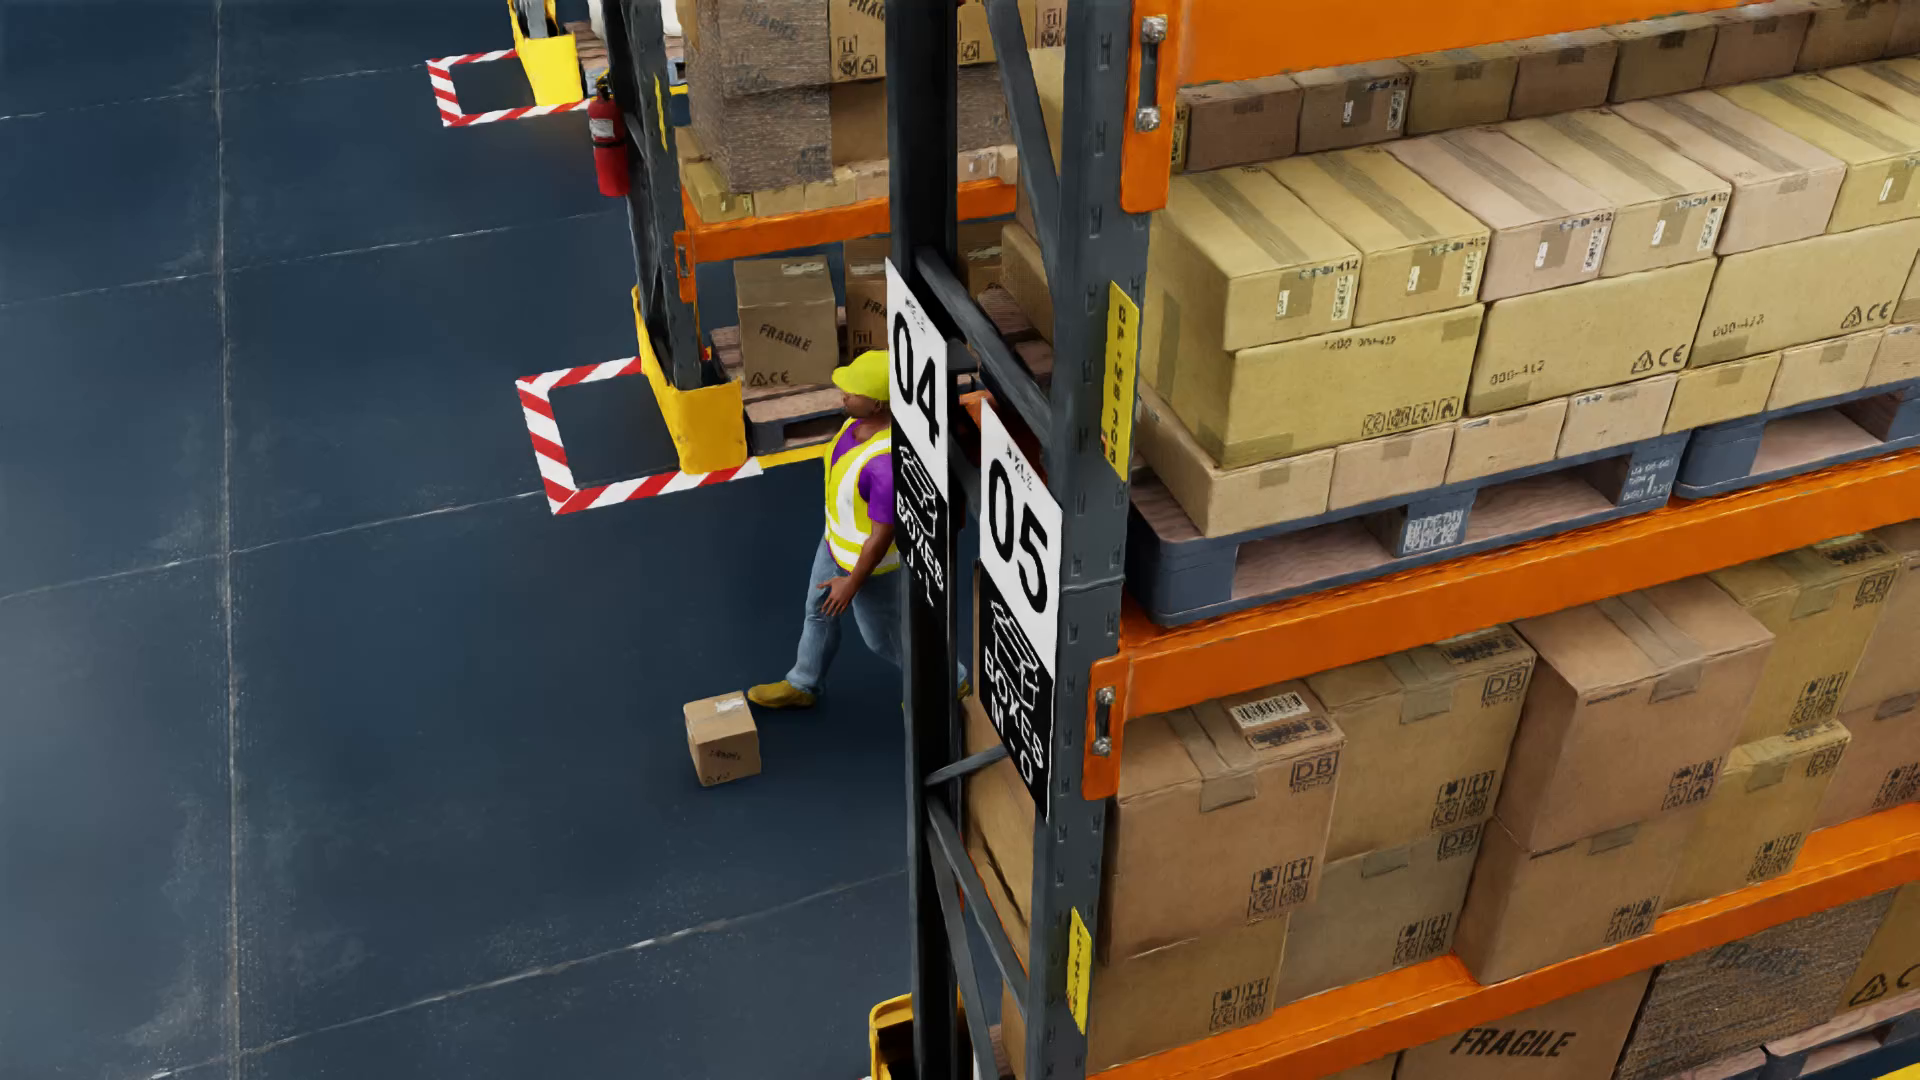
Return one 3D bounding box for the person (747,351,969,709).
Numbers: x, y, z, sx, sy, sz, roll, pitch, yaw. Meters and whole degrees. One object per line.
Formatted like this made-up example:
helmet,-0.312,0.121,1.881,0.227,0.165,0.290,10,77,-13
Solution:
person,-0.430,0.036,6.600,0.908,1.738,0.570,-12,39,-15
